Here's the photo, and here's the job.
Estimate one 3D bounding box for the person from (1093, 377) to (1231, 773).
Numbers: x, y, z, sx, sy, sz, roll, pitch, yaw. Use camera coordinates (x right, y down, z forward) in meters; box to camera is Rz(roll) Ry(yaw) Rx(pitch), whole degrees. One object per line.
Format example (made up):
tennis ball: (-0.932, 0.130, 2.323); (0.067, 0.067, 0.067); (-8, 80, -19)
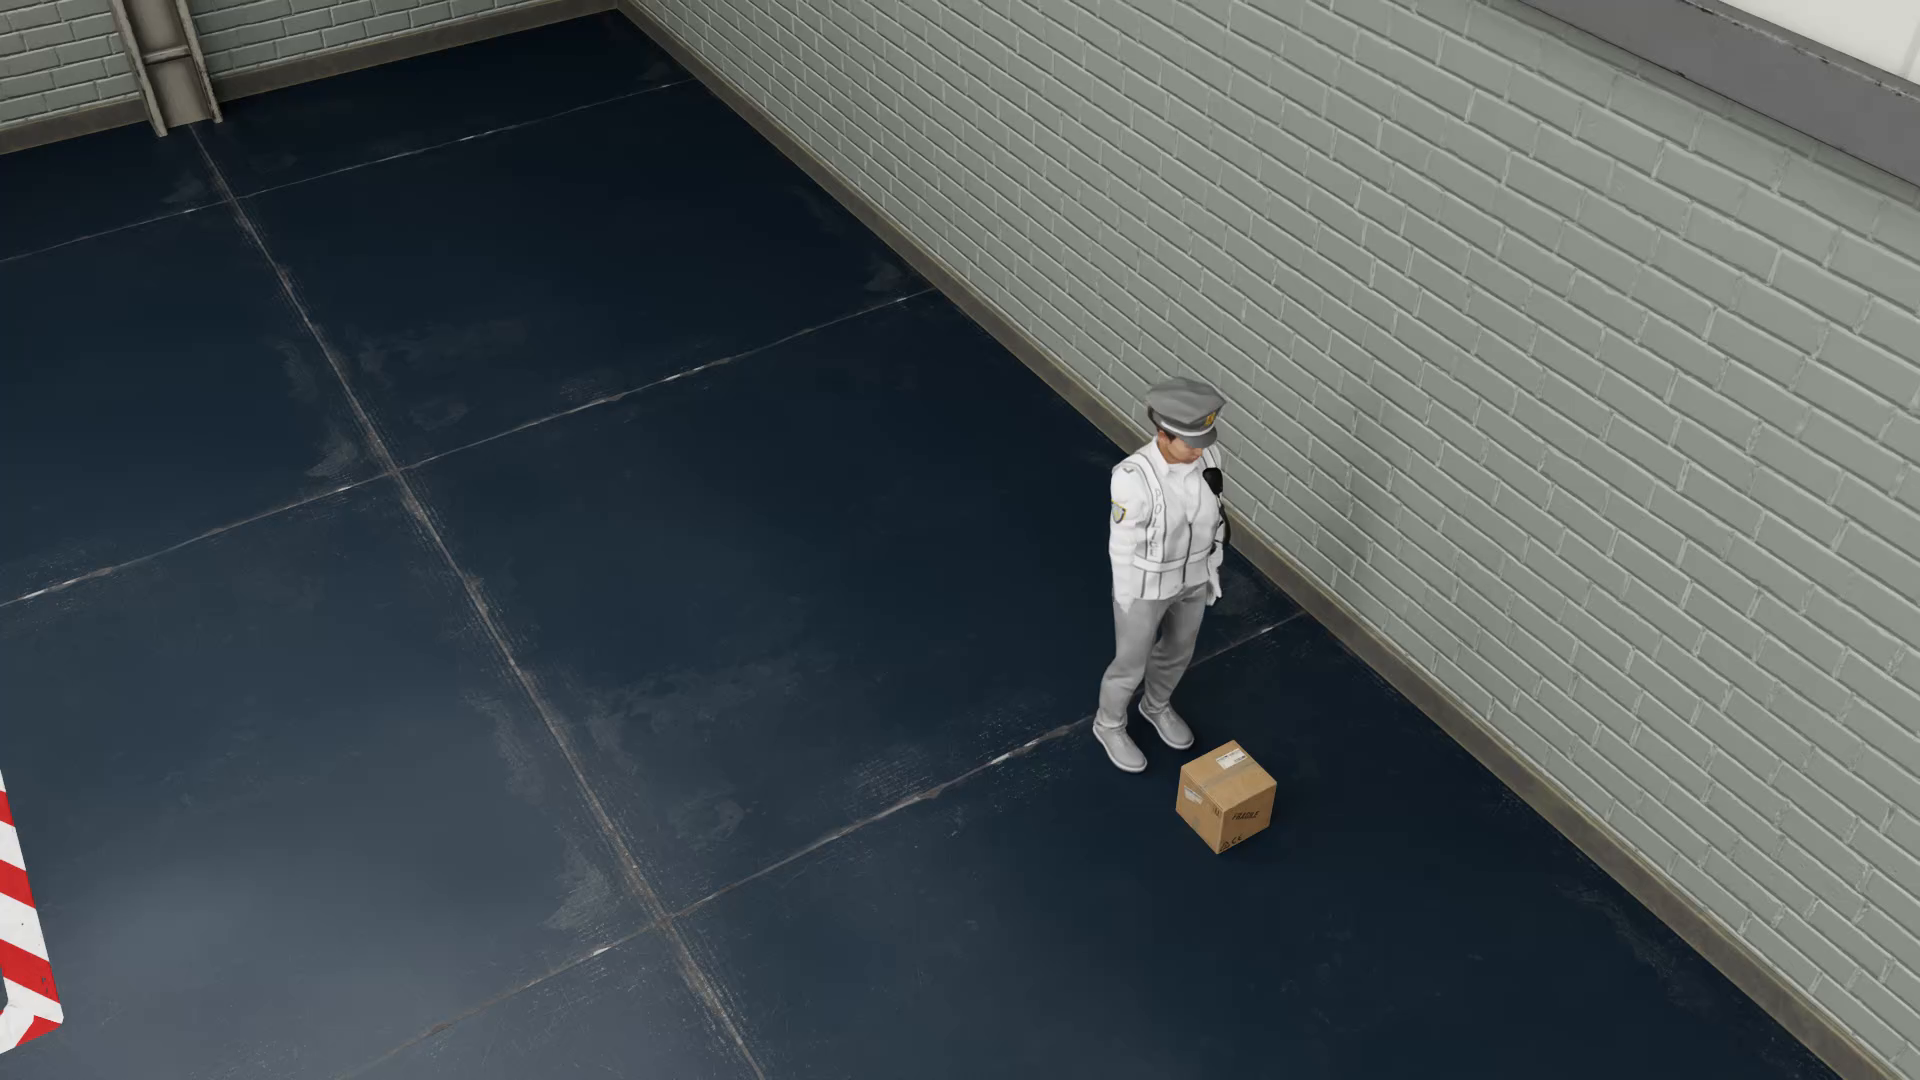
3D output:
person: (0.744, 0.149, 5.991); (0.469, 1.663, 0.328); (-22, 46, -23)
